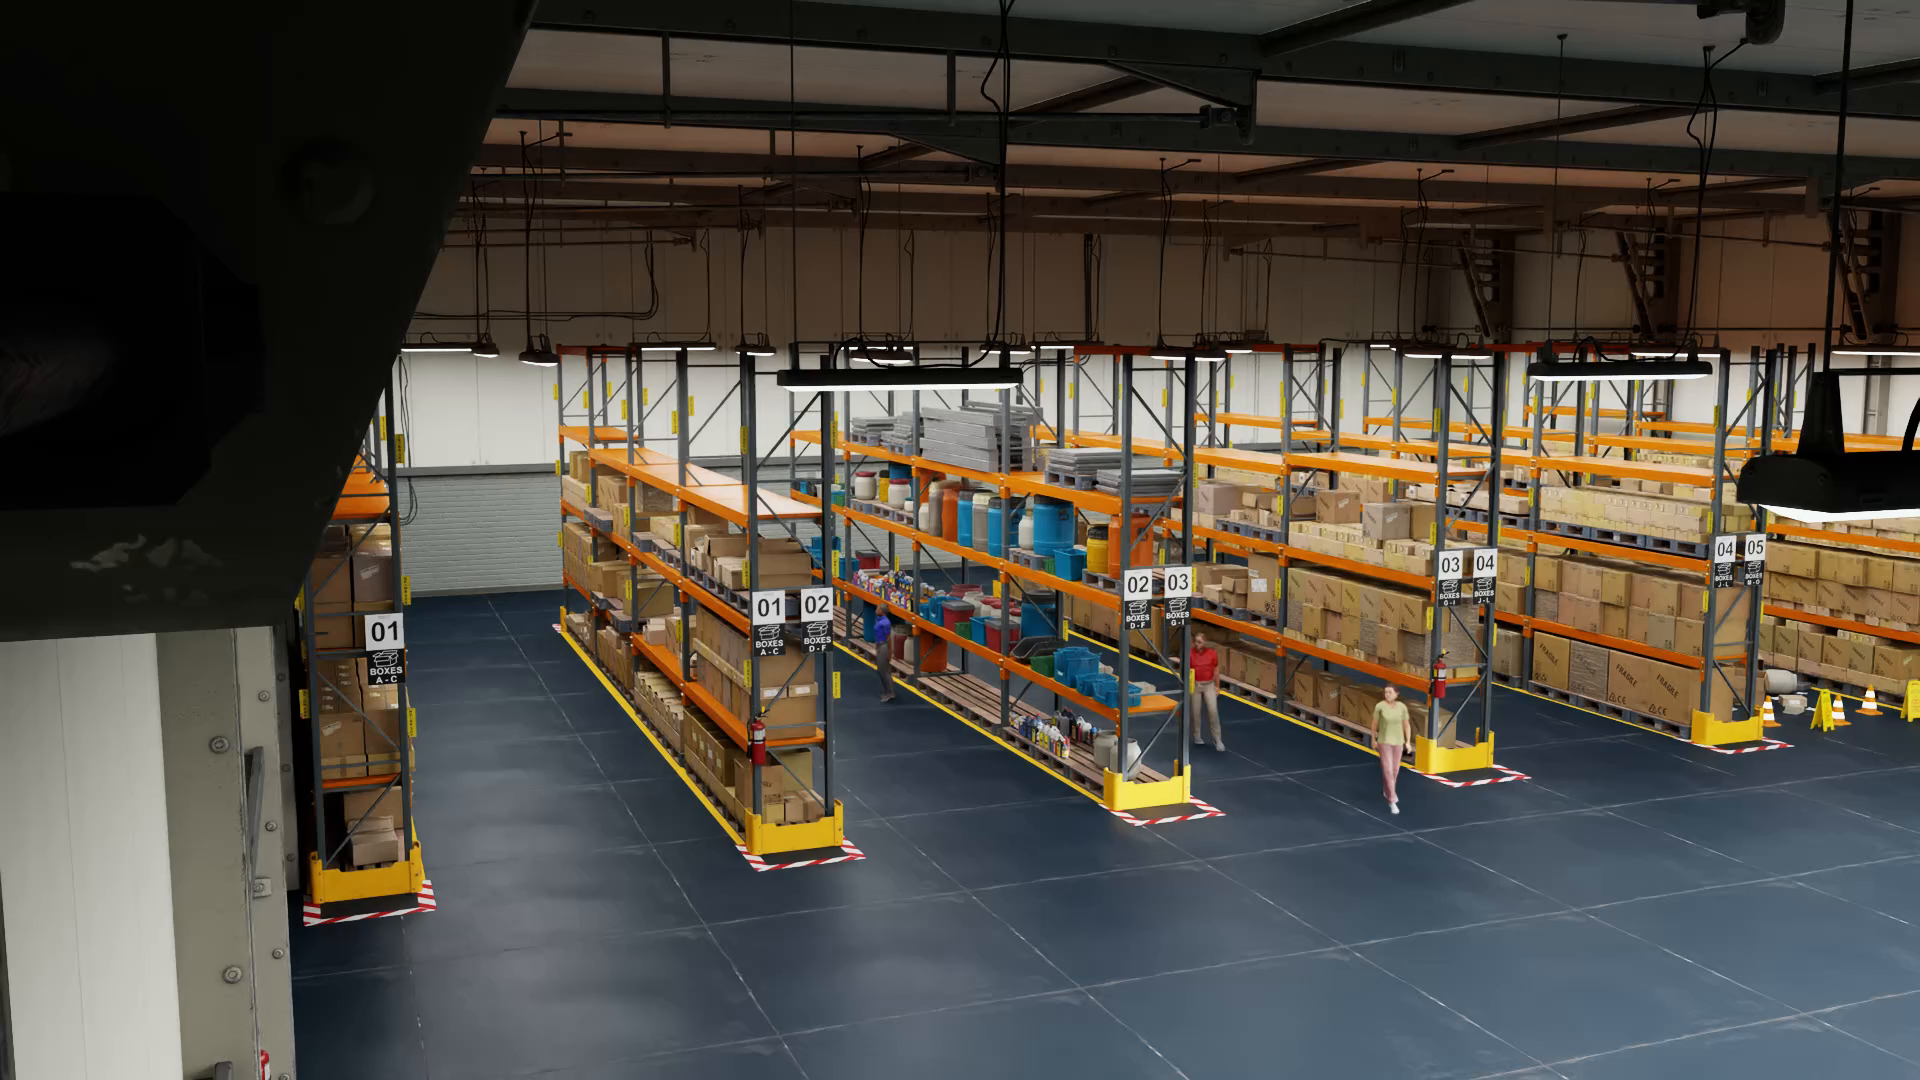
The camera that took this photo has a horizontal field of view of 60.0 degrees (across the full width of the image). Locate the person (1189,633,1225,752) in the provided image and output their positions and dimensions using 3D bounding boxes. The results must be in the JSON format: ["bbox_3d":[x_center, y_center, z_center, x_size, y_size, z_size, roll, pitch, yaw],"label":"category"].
[{"bbox_3d":[3.699,2.282,25.235,0.649,1.732,0.661,1,7,5],"label":"person"}]

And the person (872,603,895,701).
[{"bbox_3d":[-1.302,1.930,28.478,0.379,1.725,0.493,-1,7,-10],"label":"person"}]

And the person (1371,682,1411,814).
[{"bbox_3d":[5.725,2.733,22.041,0.474,1.703,0.750,0,7,-1],"label":"person"}]
